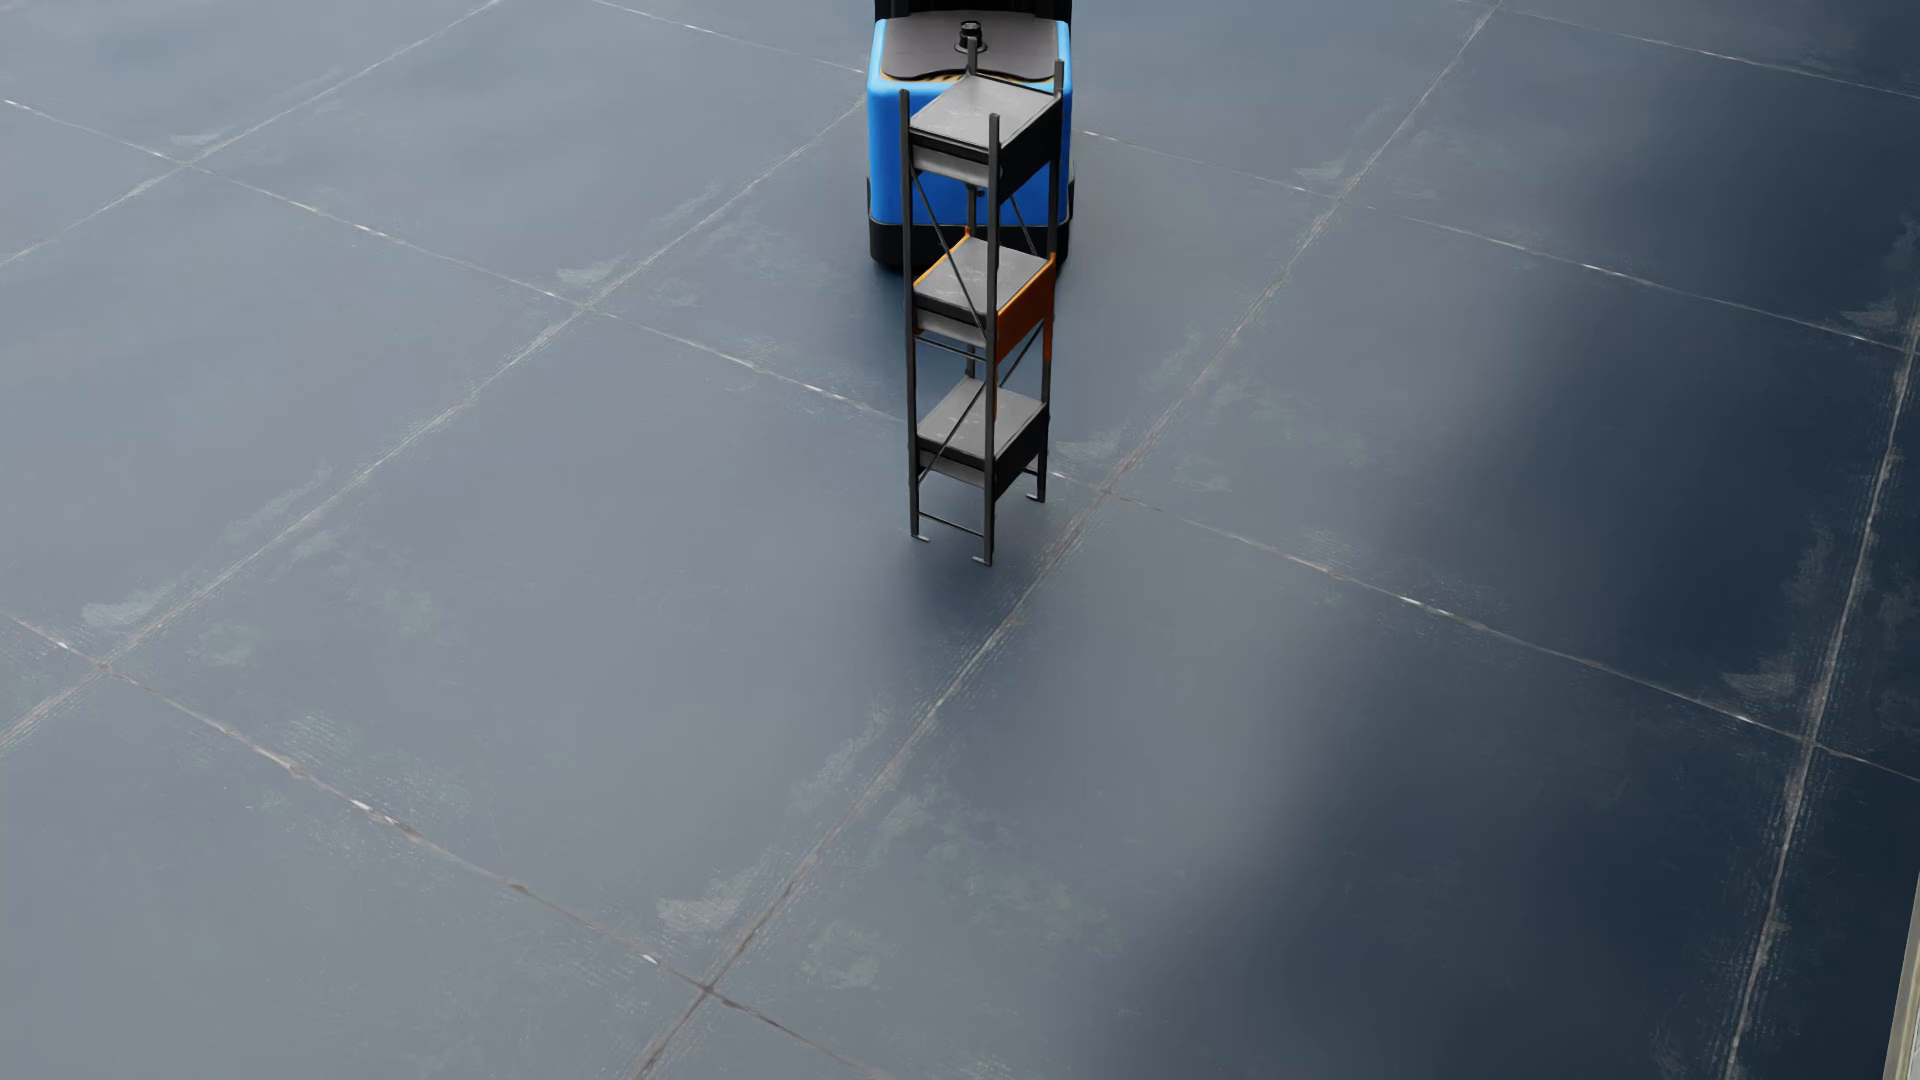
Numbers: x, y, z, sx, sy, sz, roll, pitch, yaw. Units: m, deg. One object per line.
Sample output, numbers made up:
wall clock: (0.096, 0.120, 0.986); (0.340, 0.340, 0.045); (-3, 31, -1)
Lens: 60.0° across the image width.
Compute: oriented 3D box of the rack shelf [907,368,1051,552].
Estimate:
rack shelf: (0.083, -0.347, 7.135); (0.431, 0.518, 0.480); (21, 45, 22)

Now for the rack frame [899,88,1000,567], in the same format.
rack frame: (-0.039, -0.743, 6.505); (0.400, 2.100, 0.015); (21, 45, 22)

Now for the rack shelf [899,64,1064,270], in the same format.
rack shelf: (0.083, -1.398, 6.210); (0.431, 0.518, 0.480); (21, 45, 22)

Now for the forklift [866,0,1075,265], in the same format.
forklift: (0.078, -3.499, 9.005); (1.130, 2.935, 3.031); (1, 41, 1)

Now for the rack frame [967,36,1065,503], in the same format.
rack frame: (0.205, -1.022, 6.822); (0.400, 2.100, 0.015); (21, 45, 22)

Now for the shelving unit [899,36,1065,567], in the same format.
shelving unit: (0.083, -0.883, 6.664); (0.431, 2.100, 0.503); (21, 45, 22)

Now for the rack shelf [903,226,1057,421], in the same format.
rack shelf: (0.083, -0.872, 6.673); (0.431, 0.518, 0.480); (21, 45, 22)
